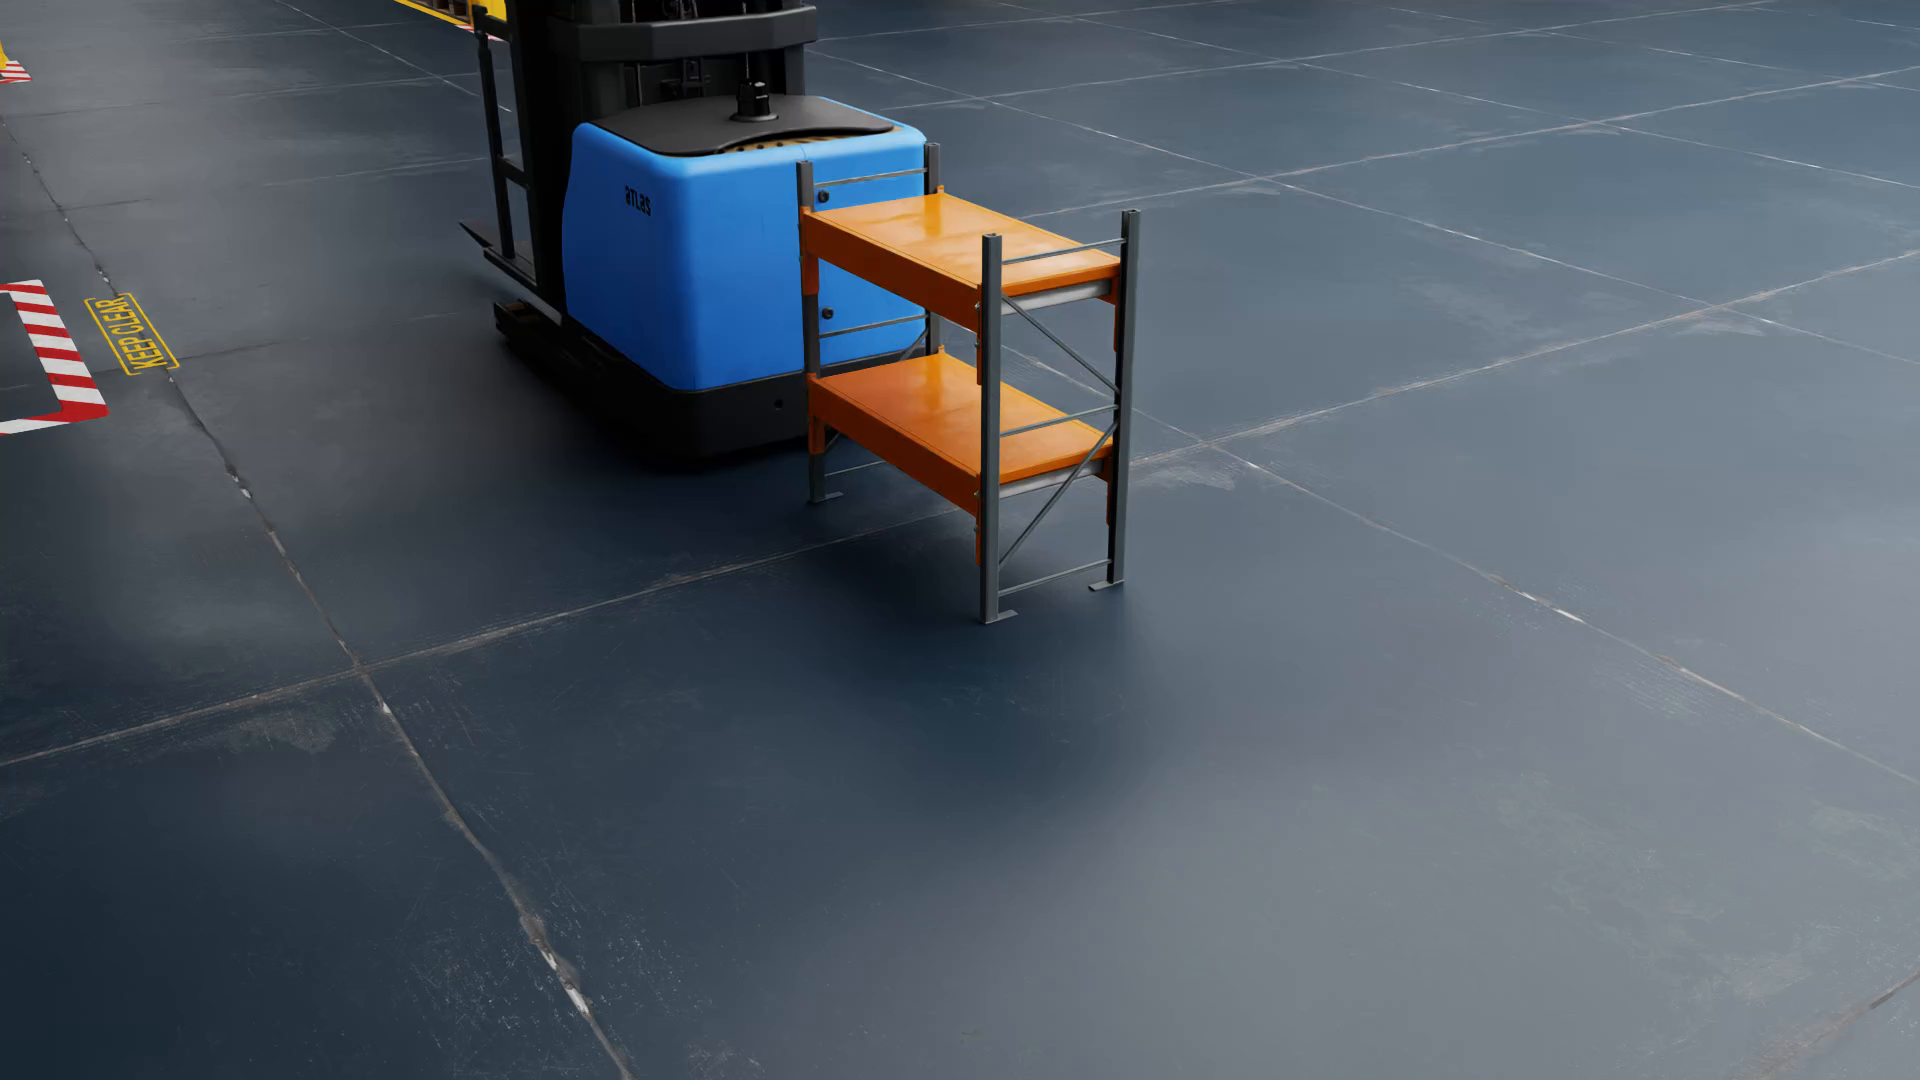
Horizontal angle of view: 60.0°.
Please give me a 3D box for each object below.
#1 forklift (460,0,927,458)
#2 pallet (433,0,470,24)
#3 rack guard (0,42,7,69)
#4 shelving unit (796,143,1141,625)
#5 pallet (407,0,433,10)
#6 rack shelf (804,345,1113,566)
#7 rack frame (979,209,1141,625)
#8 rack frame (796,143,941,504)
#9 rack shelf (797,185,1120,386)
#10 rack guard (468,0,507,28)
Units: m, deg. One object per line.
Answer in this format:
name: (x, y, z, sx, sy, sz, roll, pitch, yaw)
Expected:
forklift: (-1.308, -2.187, 6.450, 1.130, 2.935, 3.031, -15, 29, -29)
pallet: (-4.369, -5.134, 15.878, 1.003, 0.211, 1.213, -16, 29, -30)
rack guard: (-8.106, -3.872, 12.867, 1.175, 0.500, 0.348, -16, 29, -30)
shelving unit: (-0.004, -0.511, 5.015, 0.538, 1.125, 1.048, -16, 29, -30)
pallet: (-5.031, -5.570, 16.801, 1.003, 0.211, 1.213, -16, 29, -30)
rack shelf: (-0.004, -0.290, 5.119, 0.538, 0.278, 1.000, -16, 29, -30)
rack frame: (0.274, -0.329, 4.630, 0.500, 1.125, 0.032, -16, 29, -30)
rack frame: (-0.281, -0.693, 5.400, 0.500, 1.125, 0.032, -16, 29, -30)
rack shelf: (-0.004, -0.776, 4.890, 0.538, 0.278, 1.000, -16, 29, -30)
rack guard: (-3.903, -4.992, 15.239, 1.175, 0.500, 0.348, -16, 29, -30)
